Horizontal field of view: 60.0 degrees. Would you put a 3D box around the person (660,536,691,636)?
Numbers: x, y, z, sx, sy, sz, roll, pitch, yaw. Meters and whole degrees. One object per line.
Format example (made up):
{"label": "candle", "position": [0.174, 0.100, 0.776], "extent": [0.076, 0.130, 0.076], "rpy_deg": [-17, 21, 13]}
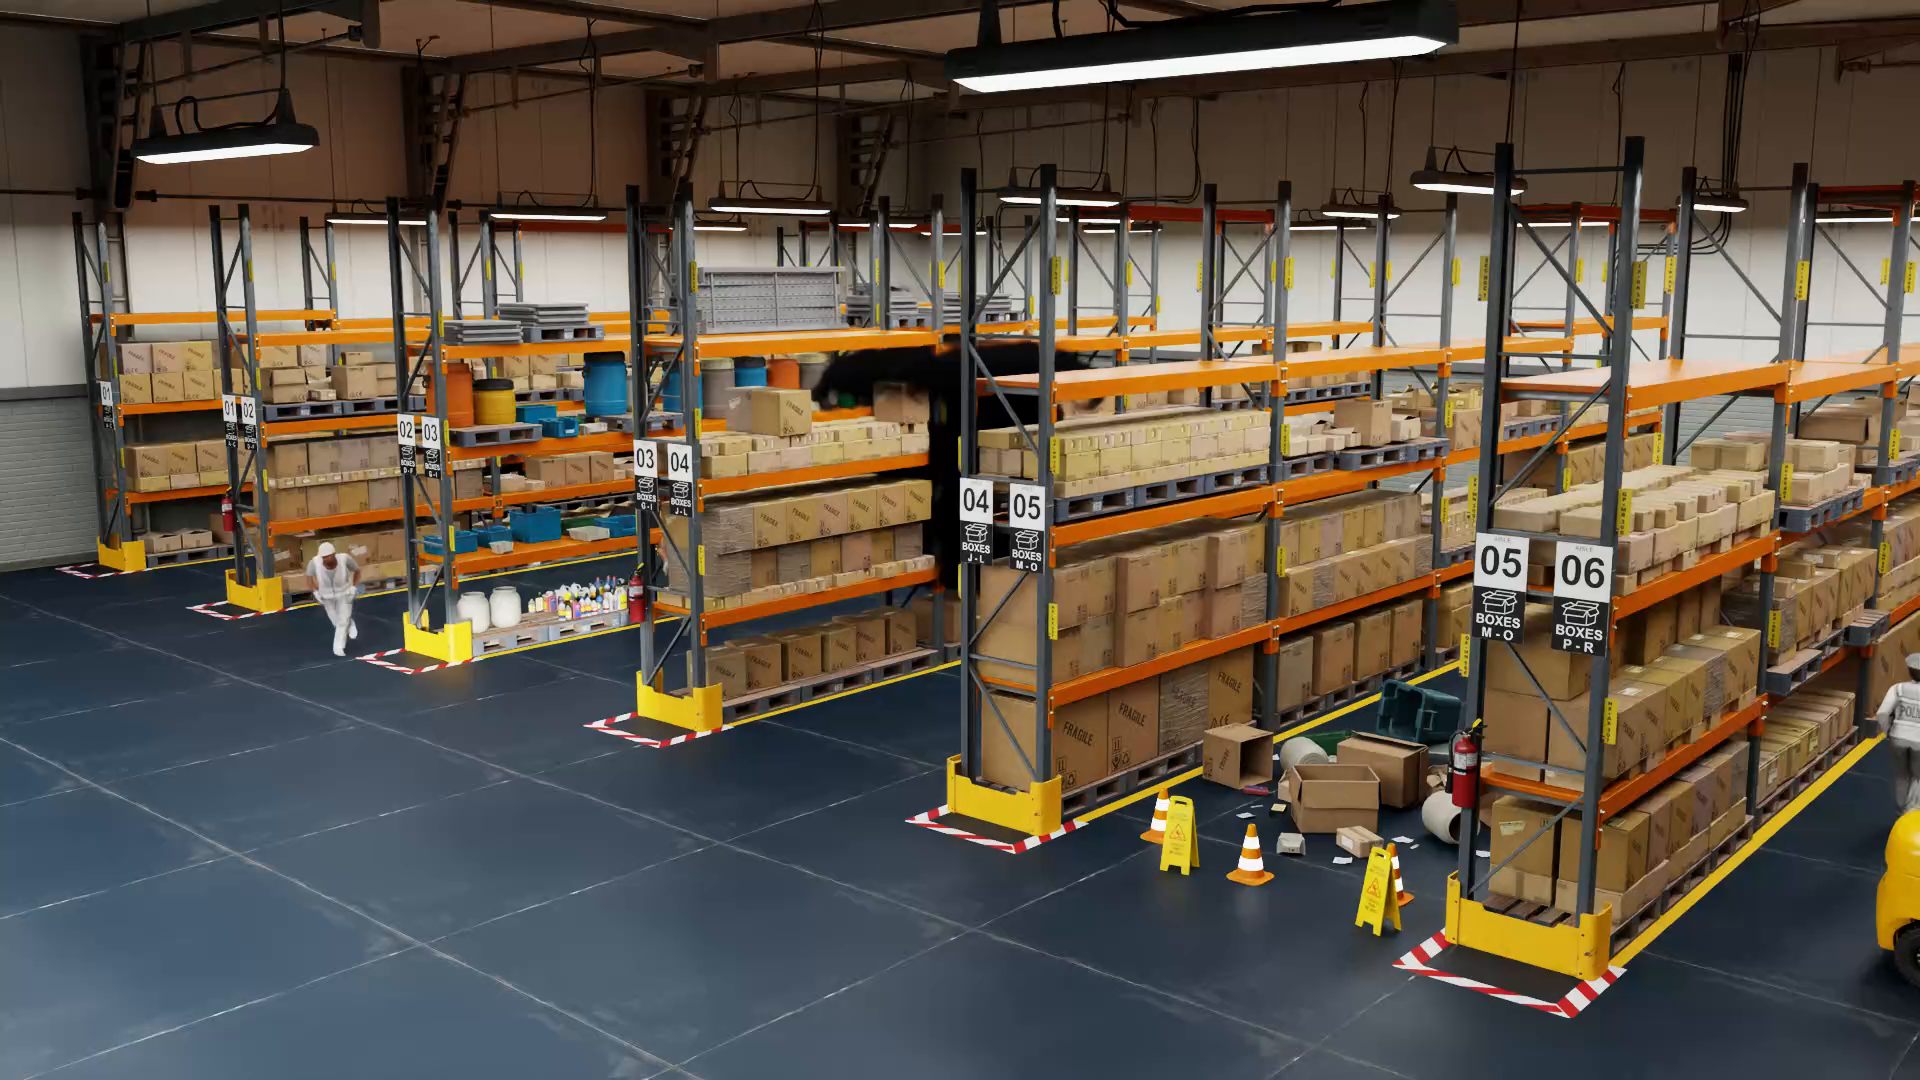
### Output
{"label": "person", "position": [-3.721, 0.420, 22.463], "extent": [0.654, 1.719, 0.660], "rpy_deg": [2, 10, 10]}

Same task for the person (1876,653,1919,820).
{"label": "person", "position": [8.709, 1.870, 15.211], "extent": [0.613, 1.638, 0.639], "rpy_deg": [7, 12, 34]}

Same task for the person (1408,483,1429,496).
{"label": "person", "position": [7.882, -0.245, 28.268], "extent": [0.829, 1.494, 0.616], "rpy_deg": [-7, 12, -35]}

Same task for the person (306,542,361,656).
{"label": "person", "position": [-8.317, 0.743, 22.172], "extent": [0.683, 1.568, 1.112], "rpy_deg": [-1, 10, -8]}
